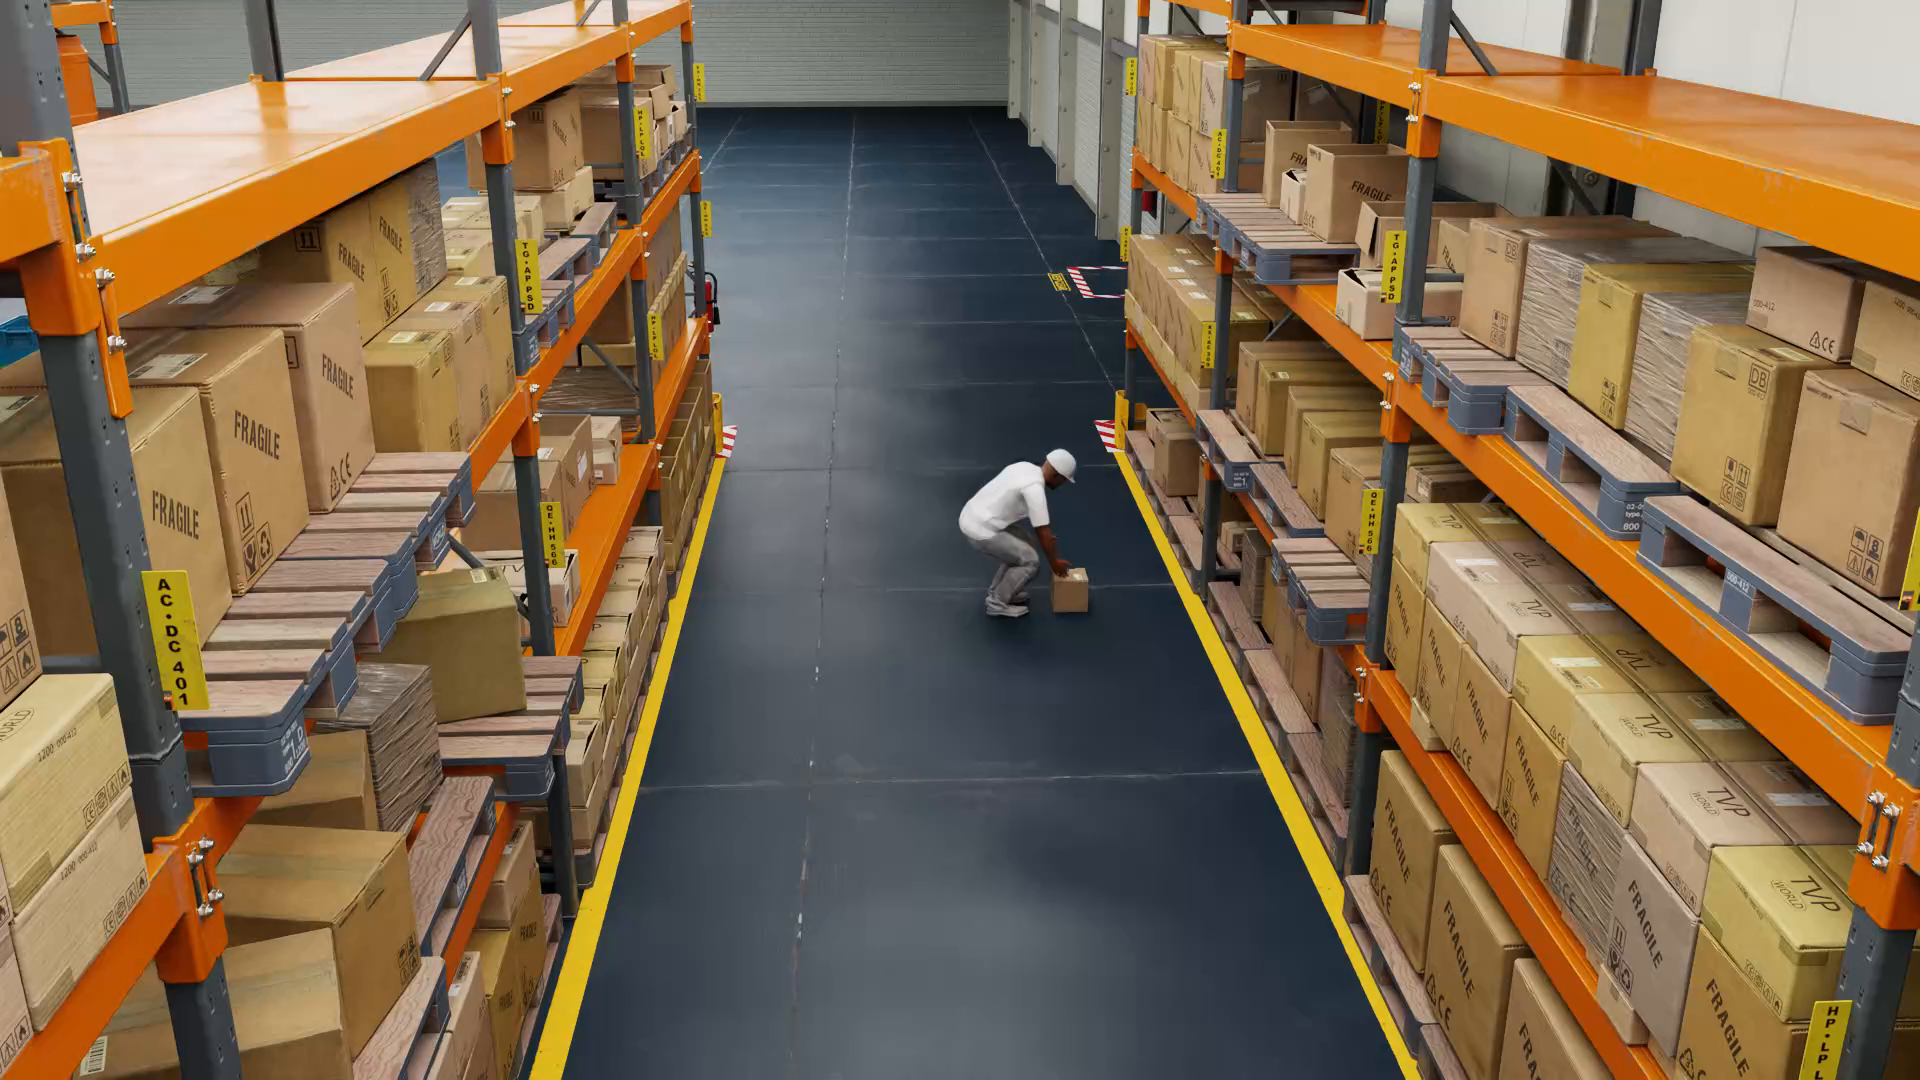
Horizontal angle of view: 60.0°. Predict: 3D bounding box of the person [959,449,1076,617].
[{"bbox_3d":[0.413,-0.078,12.082,0.847,1.196,0.619,-1,20,-3],"label":"person"}]
